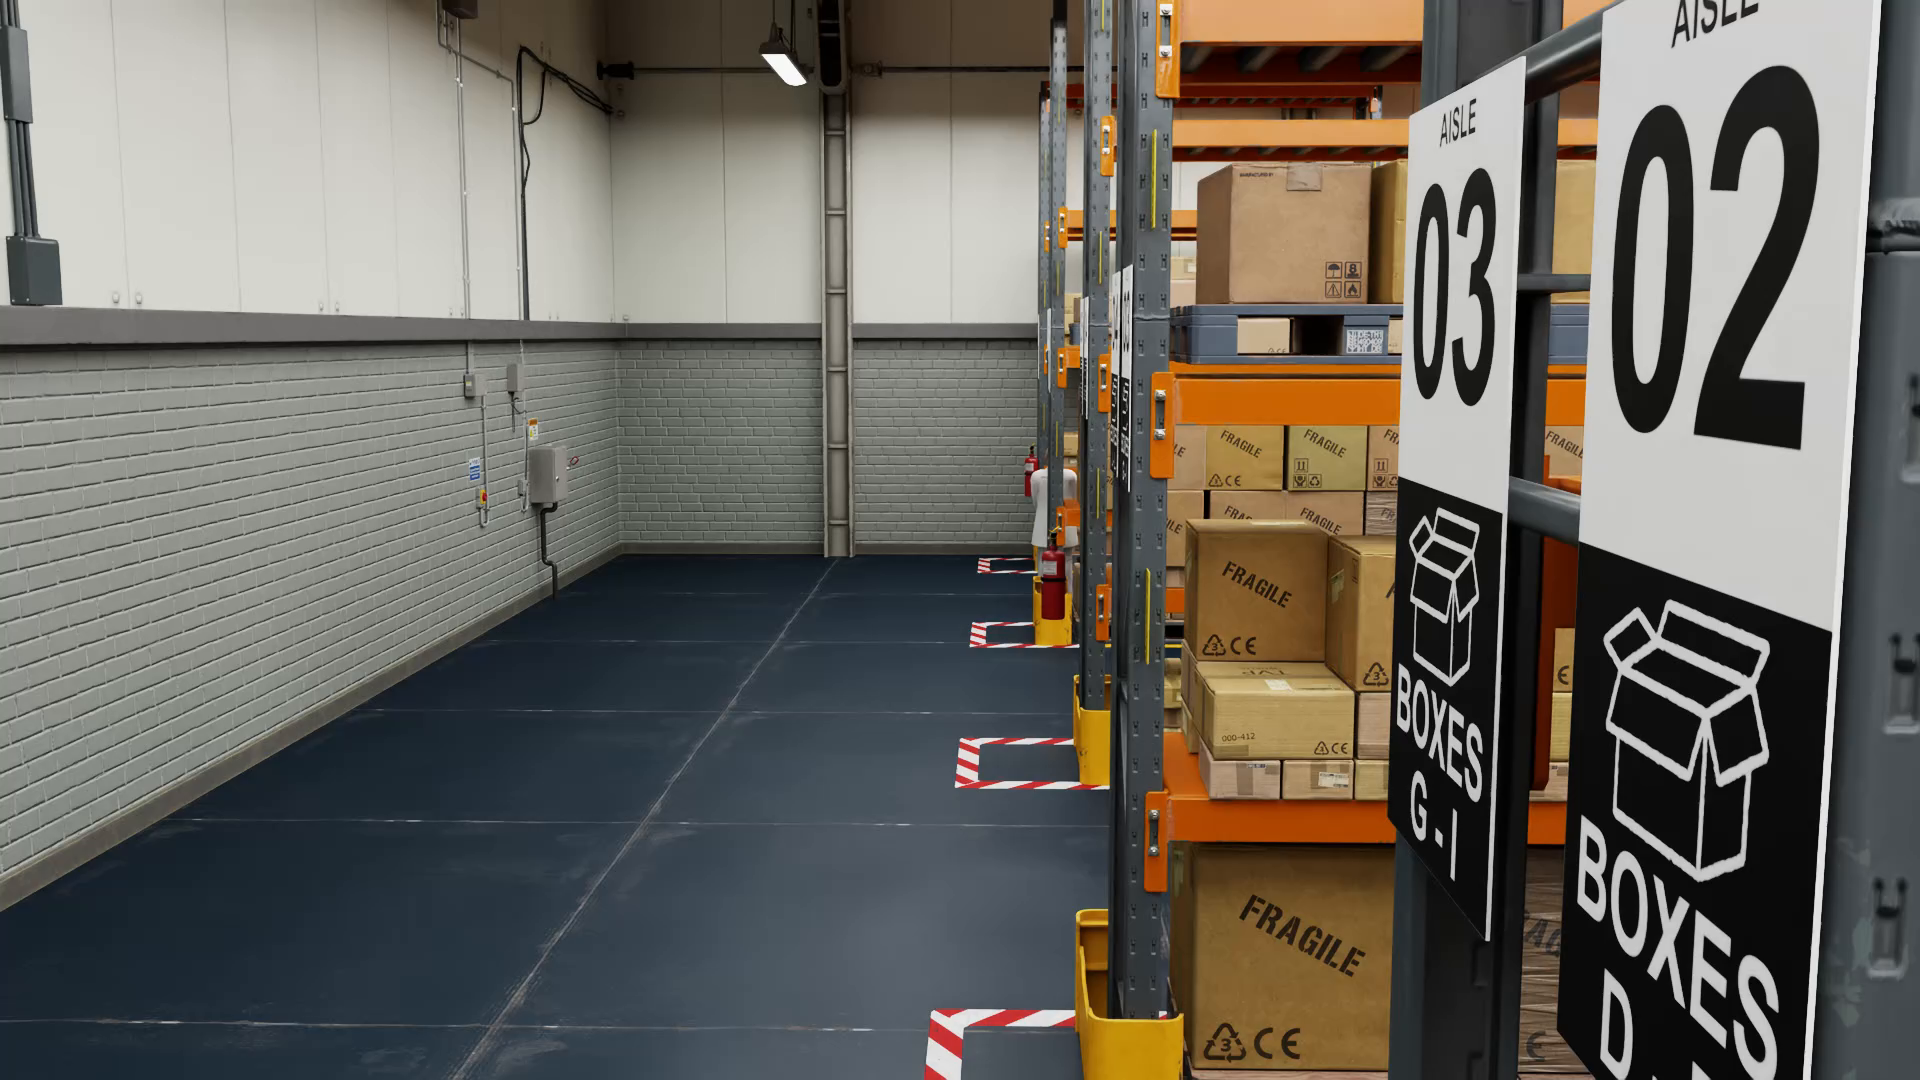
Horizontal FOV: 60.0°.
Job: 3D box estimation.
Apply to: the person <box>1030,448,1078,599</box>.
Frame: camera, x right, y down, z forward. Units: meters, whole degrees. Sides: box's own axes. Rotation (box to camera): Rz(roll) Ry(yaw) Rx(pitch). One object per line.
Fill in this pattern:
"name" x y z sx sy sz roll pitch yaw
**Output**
"person" 1.028 -0.165 18.178 0.531 1.769 0.555 0 7 2
